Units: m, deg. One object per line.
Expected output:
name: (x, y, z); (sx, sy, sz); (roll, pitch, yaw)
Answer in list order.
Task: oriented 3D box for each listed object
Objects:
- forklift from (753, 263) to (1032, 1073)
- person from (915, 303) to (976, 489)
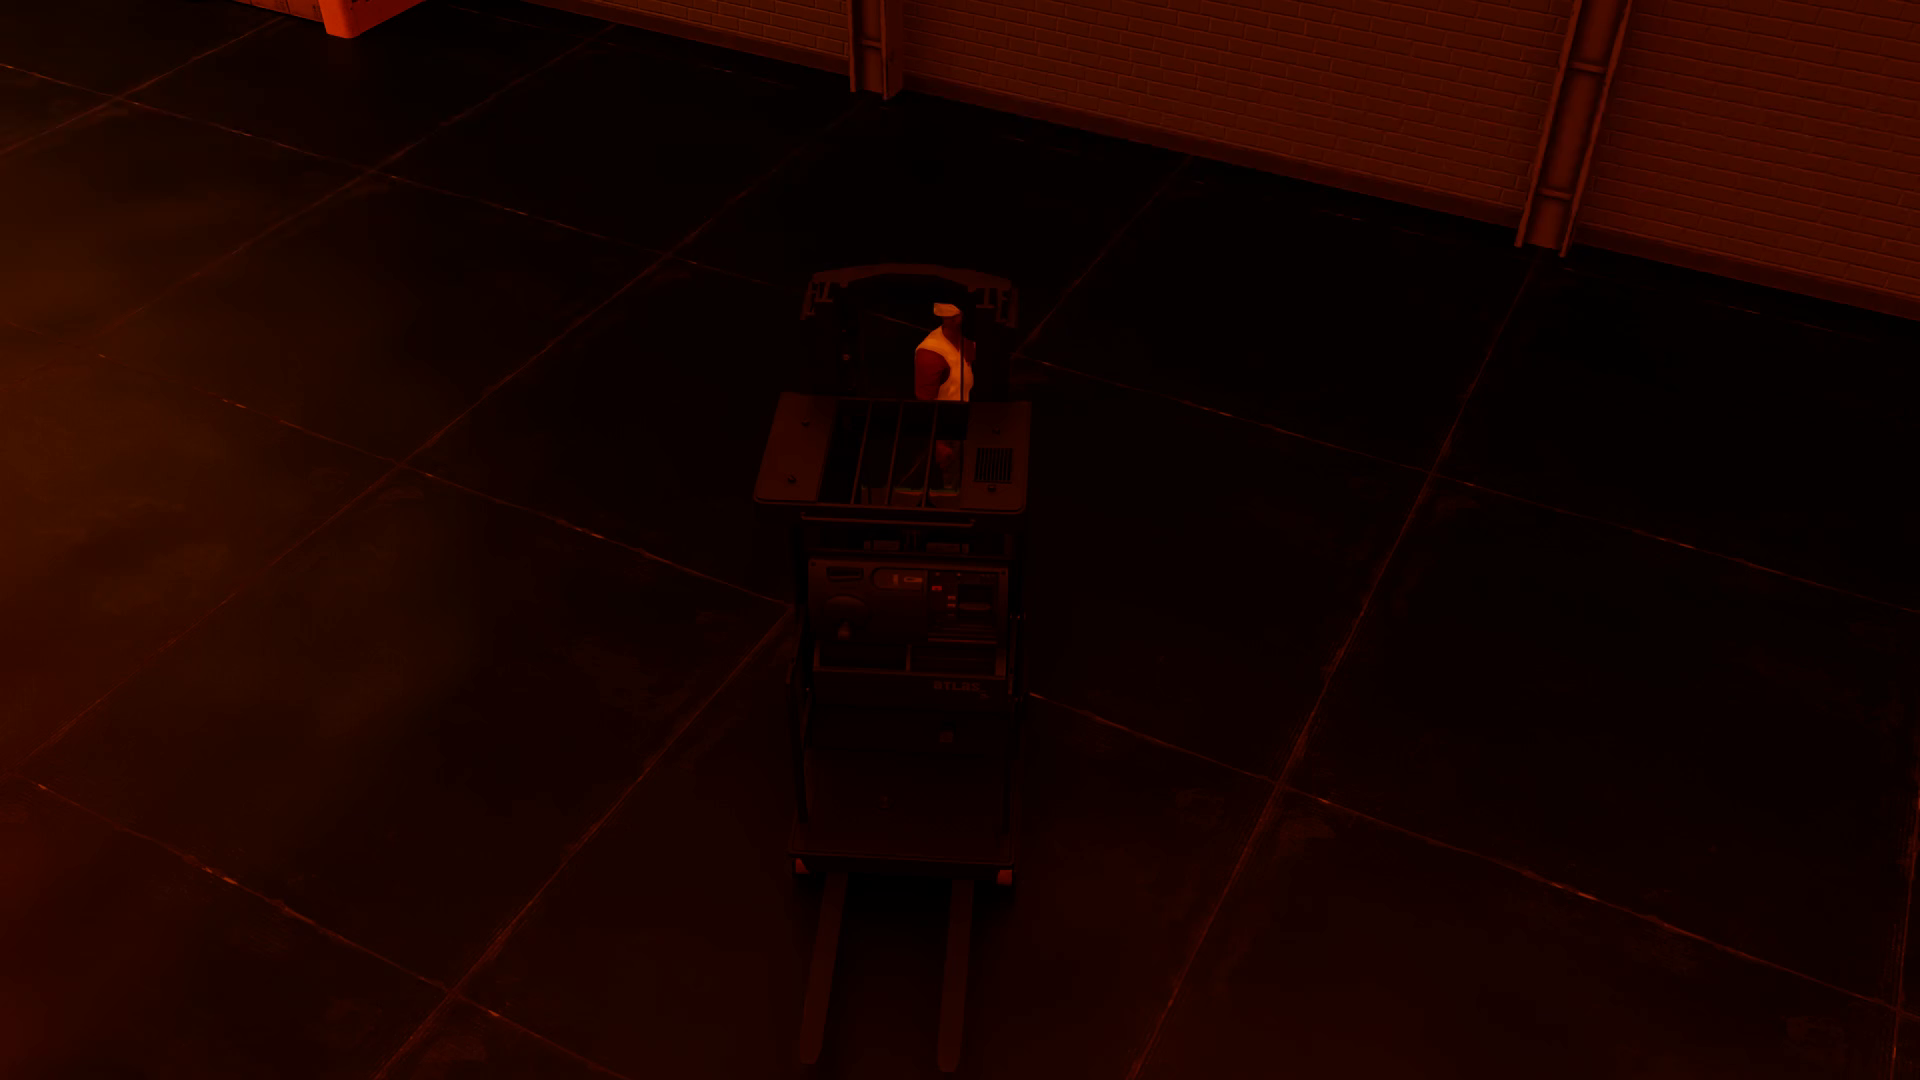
forklift: (-0.253, 0.363, 7.555); (1.130, 2.935, 3.031); (3, 40, 3)
person: (0.059, -0.657, 9.660); (0.577, 1.765, 0.666); (18, 43, 21)
